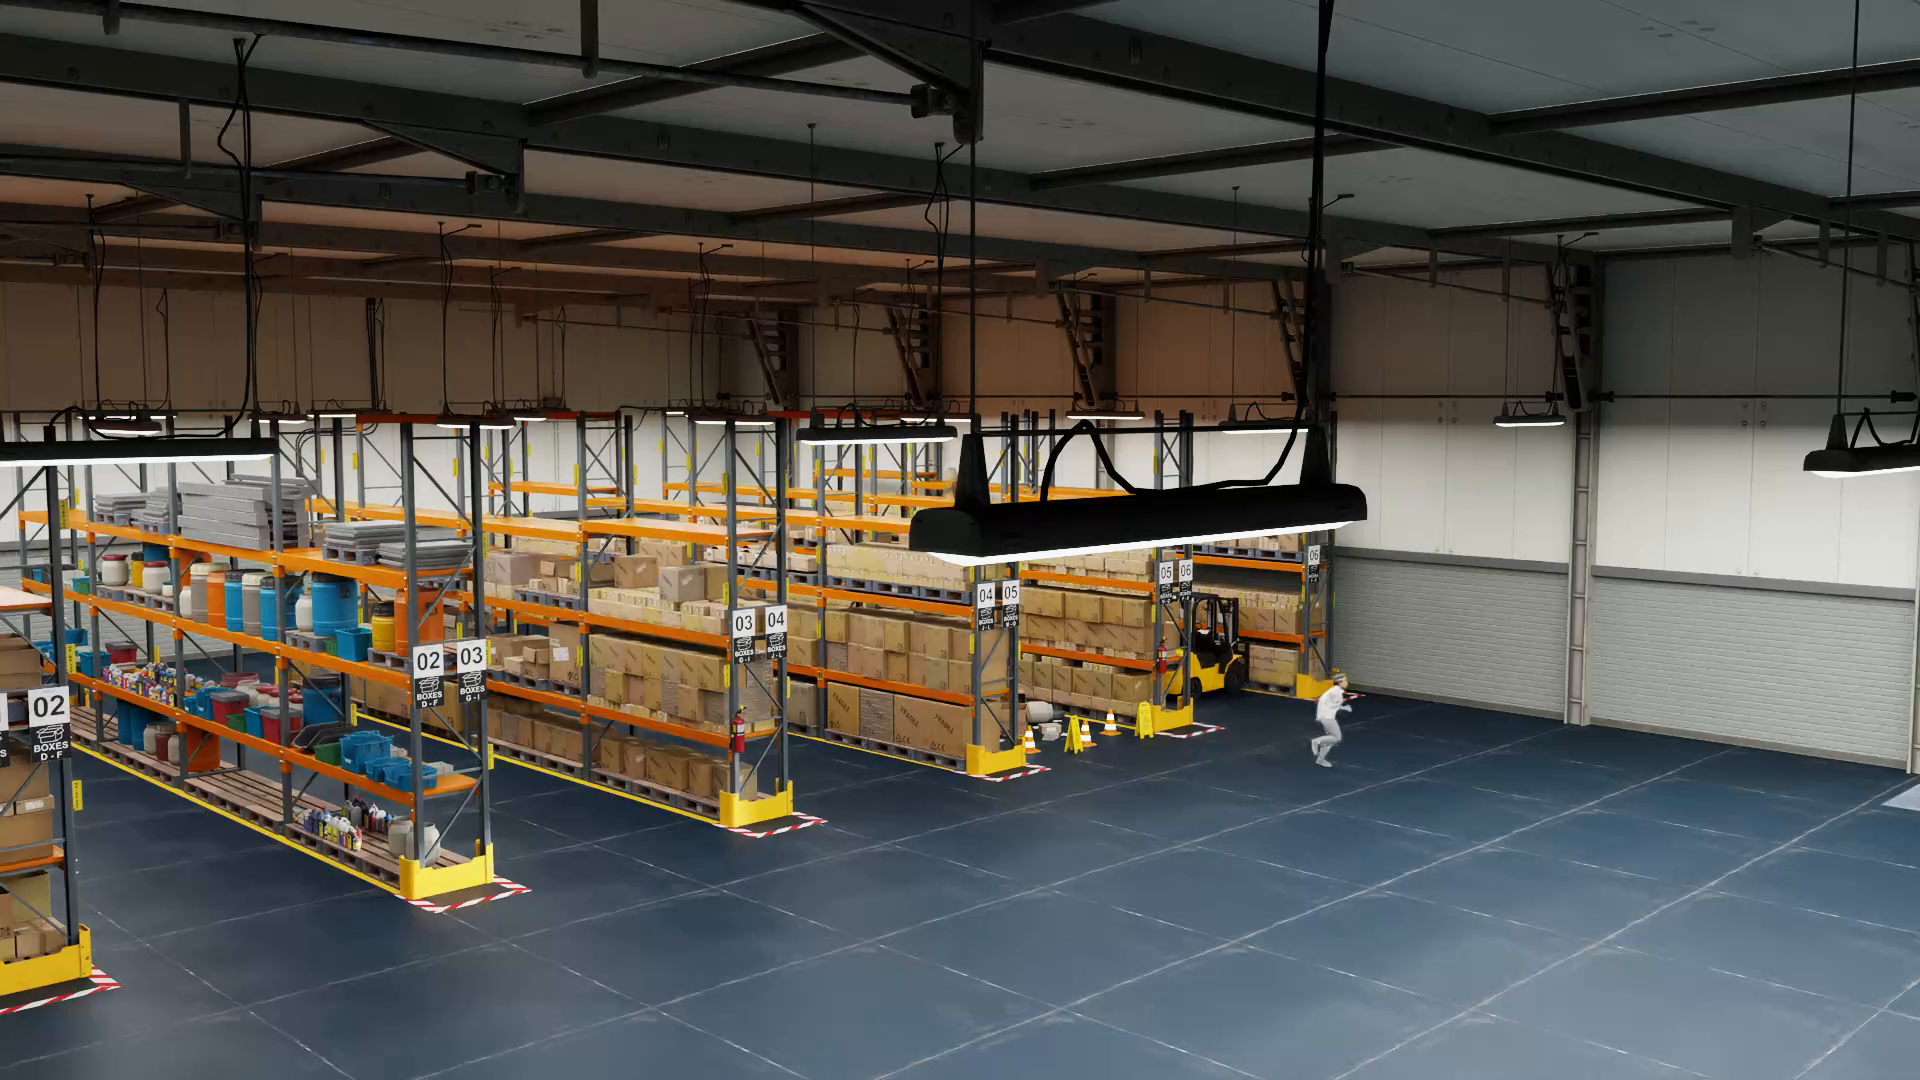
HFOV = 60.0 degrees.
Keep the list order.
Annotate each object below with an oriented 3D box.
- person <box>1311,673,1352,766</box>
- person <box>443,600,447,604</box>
[{"bbox_3d":[6.365,3.069,28.485,0.672,1.617,0.605,1,5,14],"label":"person"},{"bbox_3d":[-11.995,2.182,38.488,0.580,1.624,0.617,-4,6,-38],"label":"person"}]
